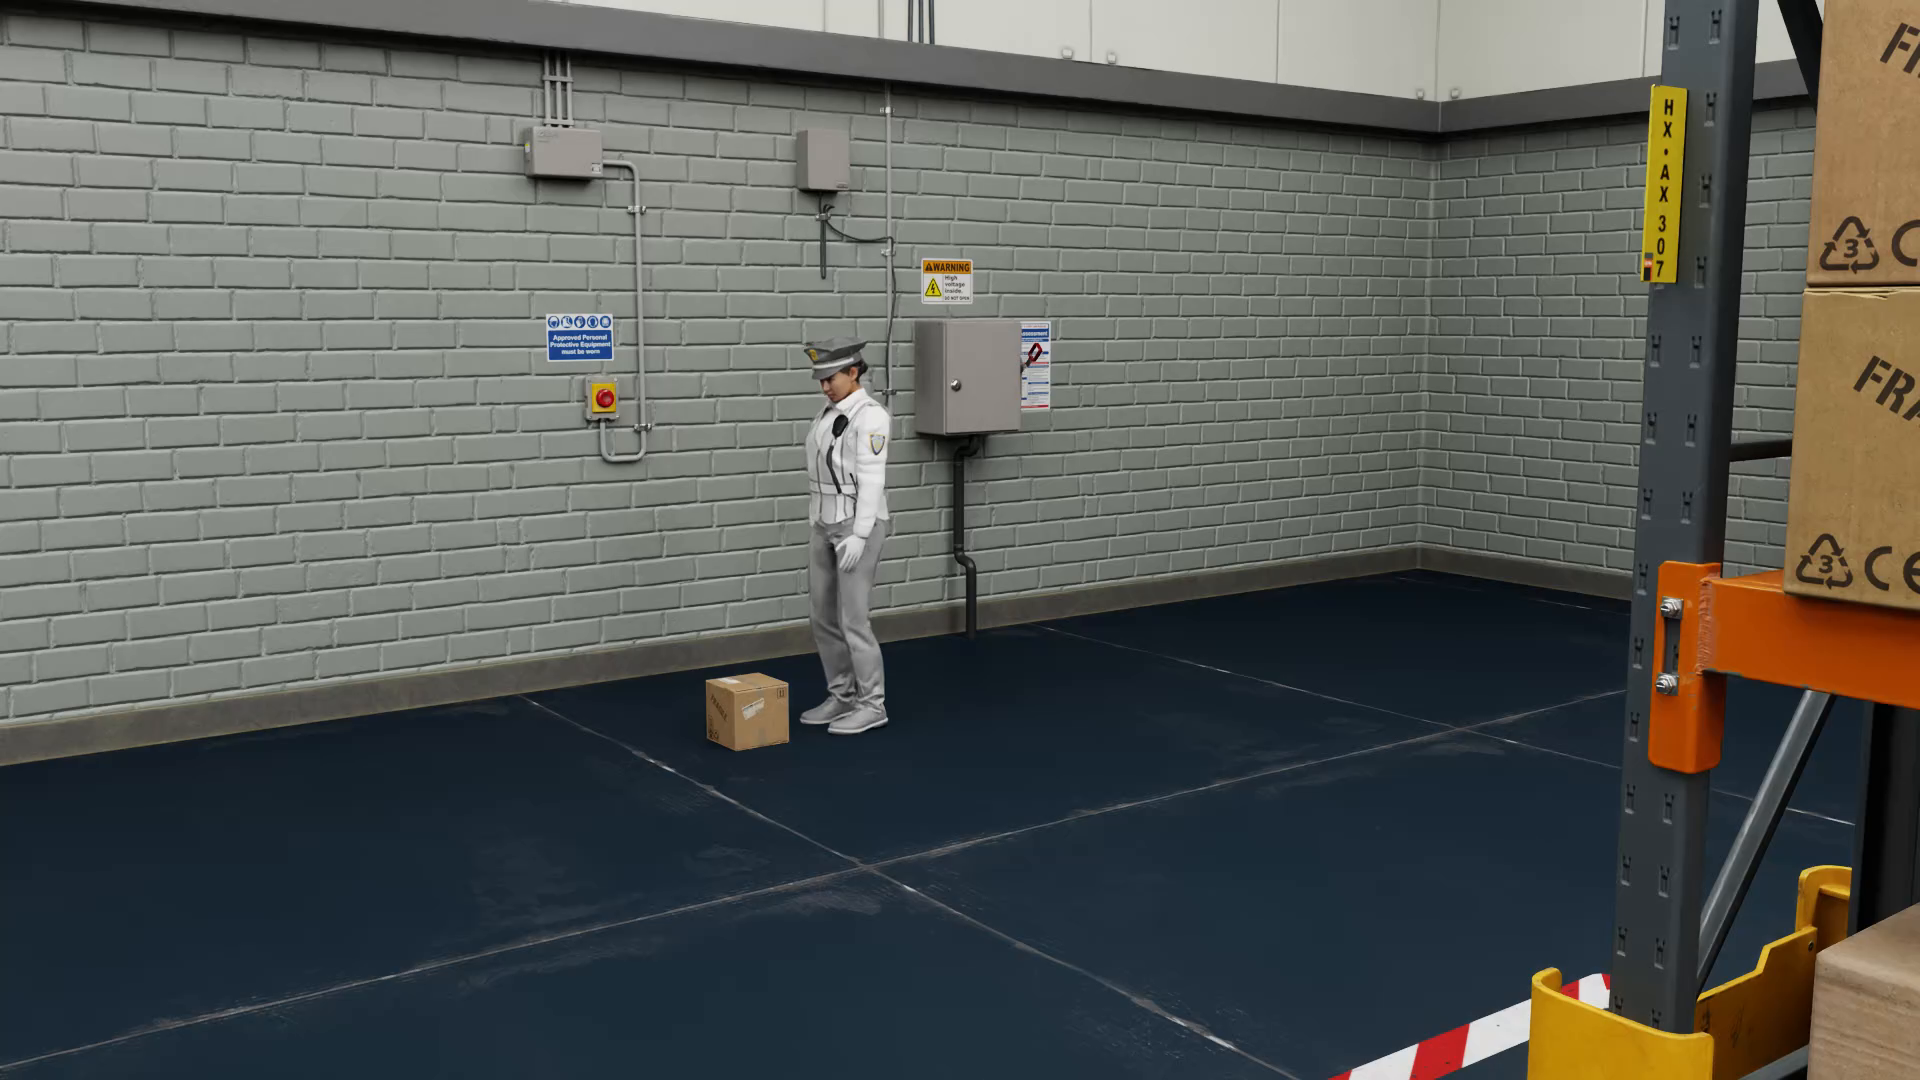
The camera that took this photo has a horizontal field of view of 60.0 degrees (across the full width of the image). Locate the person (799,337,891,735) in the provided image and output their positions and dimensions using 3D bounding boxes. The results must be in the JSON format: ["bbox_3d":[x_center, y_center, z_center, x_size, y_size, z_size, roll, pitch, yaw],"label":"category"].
[{"bbox_3d":[-0.477,-0.020,7.008,0.338,1.661,0.476,-5,10,-35],"label":"person"}]
